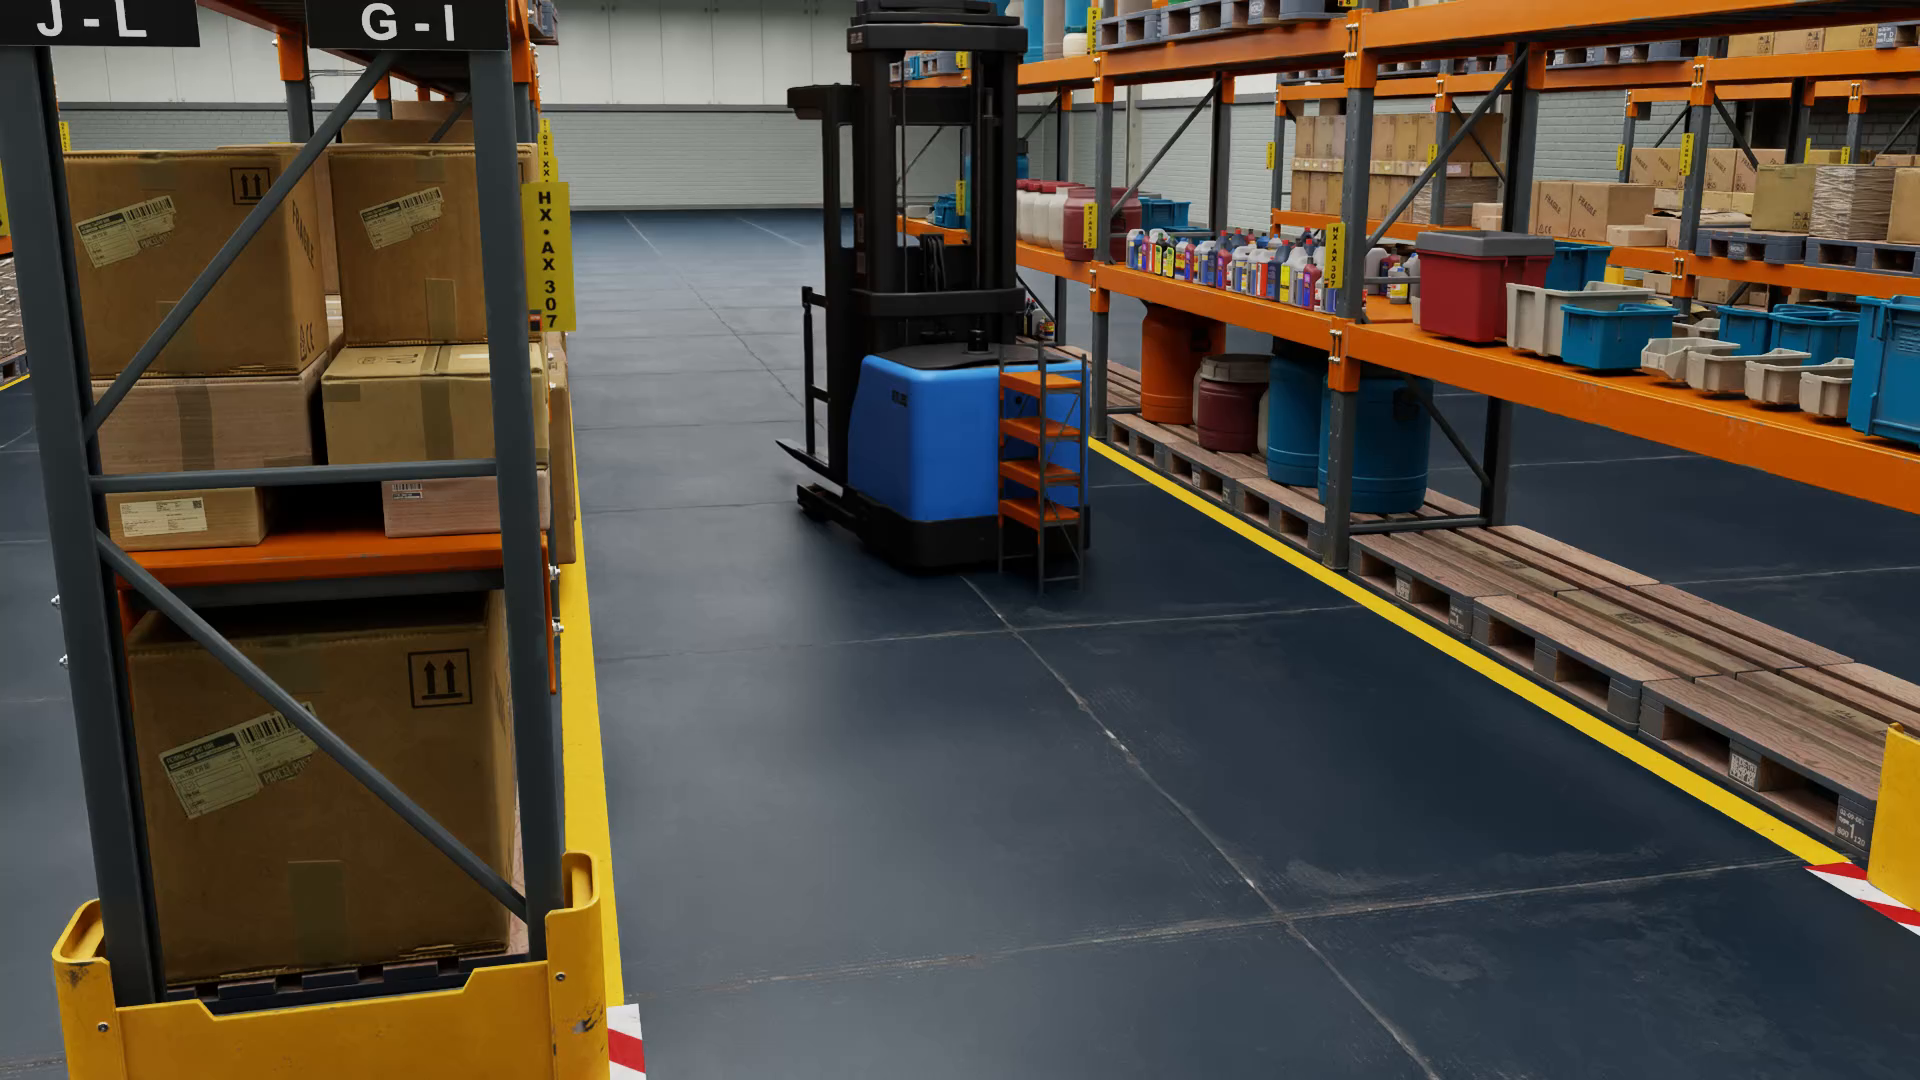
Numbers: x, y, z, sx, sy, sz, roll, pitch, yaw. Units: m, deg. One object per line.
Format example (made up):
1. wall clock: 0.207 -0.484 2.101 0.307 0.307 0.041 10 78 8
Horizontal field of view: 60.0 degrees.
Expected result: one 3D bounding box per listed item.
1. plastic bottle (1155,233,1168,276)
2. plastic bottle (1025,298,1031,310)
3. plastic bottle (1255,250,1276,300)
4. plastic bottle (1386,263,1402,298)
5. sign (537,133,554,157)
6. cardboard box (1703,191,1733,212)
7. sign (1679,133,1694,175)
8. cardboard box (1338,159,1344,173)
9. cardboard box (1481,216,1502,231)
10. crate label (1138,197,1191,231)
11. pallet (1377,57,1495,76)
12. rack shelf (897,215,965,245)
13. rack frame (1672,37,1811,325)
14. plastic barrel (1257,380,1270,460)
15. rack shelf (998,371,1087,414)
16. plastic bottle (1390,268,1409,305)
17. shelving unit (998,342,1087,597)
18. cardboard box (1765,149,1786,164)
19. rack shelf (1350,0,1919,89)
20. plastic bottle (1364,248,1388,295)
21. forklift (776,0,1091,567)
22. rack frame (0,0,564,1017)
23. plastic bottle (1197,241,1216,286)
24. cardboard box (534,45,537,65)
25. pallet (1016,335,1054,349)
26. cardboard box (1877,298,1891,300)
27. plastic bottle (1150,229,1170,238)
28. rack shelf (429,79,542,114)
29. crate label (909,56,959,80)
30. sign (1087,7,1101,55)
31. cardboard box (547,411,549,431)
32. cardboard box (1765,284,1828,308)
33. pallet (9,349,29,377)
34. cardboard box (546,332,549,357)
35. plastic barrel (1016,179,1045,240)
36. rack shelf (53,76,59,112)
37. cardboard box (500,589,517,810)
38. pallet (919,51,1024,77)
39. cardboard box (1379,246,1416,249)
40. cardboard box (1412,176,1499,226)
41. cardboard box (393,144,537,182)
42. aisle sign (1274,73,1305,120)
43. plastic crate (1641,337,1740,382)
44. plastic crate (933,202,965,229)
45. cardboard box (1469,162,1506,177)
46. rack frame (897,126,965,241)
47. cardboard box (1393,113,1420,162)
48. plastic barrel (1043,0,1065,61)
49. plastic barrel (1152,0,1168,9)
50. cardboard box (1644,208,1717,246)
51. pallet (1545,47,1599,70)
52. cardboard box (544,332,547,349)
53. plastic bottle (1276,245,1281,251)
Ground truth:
1. plastic bottle: 1.372 -1.941 11.298 0.061 0.283 0.133 -3 14 -13
2. plastic bottle: 0.719 -2.358 17.415 0.144 0.351 0.185 -4 14 -16
3. plastic bottle: 1.818 -1.546 9.698 0.152 0.276 0.135 -3 14 -13
4. plastic bottle: 2.558 -1.522 9.756 0.097 0.201 0.097 0 14 0
5. sign: -2.787 -2.574 11.203 0.100 0.325 0.005 -3 14 -13
6. cardboard box: 9.412 -4.107 20.190 0.500 0.250 0.500 -3 14 -13
7. sign: 5.766 -3.062 13.200 0.100 0.325 0.005 -3 14 -13
8. cardboard box: 4.613 -4.341 19.297 0.380 0.149 0.250 -3 14 -14
9. cardboard box: 5.375 -3.116 16.391 0.380 0.149 0.250 -3 14 -13
10. crate label: 1.519 -2.517 13.336 0.502 0.435 0.616 -3 14 -13
11. pallet: 5.140 -5.063 17.698 1.003 0.211 1.213 -3 14 -13
12. rack shelf: 0.080 -3.291 18.091 1.077 0.370 4.000 -3 14 -13
13. rack frame: 6.305 -2.531 13.467 1.000 3.000 0.127 -3 14 -13
14. plastic barrel: 2.105 -0.754 10.549 0.421 0.512 0.421 0 14 0
15. rack shelf: 0.407 -0.745 8.293 0.258 0.148 0.480 -6 15 -22
16. plastic bottle: 2.487 -1.438 9.411 0.097 0.201 0.097 0 14 0
17. shelving unit: 0.407 -0.363 8.387 0.258 1.200 0.503 -6 15 -22
18. cardboard box: 9.645 -4.239 19.150 0.500 0.500 0.500 -3 14 -14
19. rack shelf: 2.898 -1.979 6.404 1.077 0.370 4.000 -3 14 -13
20. plastic bottle: 2.473 -1.615 9.977 0.152 0.276 0.135 -3 14 -13
21. forklift: -0.343 -1.586 9.744 1.130 2.935 3.031 -6 15 -22
22. rack frame: -1.446 -0.134 3.656 1.000 3.000 0.127 -3 14 -13
23. plastic bottle: 1.602 -1.758 10.563 0.152 0.276 0.135 -3 14 -13
24. cardboard box: -4.121 -4.405 15.133 0.500 0.250 0.500 -4 14 -15
25. pallet: 0.433 -1.981 17.092 1.003 0.211 1.213 -3 14 -13
26. cardboard box: 10.369 -2.561 17.931 0.700 0.500 0.500 -3 14 -11
27. plastic bottle: 1.424 -2.086 11.908 0.152 0.276 0.135 -3 14 -13
28. rack shelf: -4.734 -4.472 16.605 1.077 0.370 4.000 -3 14 -13
29. crate label: -0.271 -5.036 17.713 0.502 0.251 0.408 -3 14 -13
30. sign: 0.956 -3.630 11.865 0.100 0.325 0.005 -3 14 -13
31. cardboard box: -1.513 -0.409 5.310 0.380 0.149 0.250 -3 14 -14
32. cardboard box: 9.897 -2.968 19.593 0.500 0.500 0.500 -4 14 -17
33. pallet: -9.502 -1.757 16.172 1.003 0.211 1.213 -3 14 -13
34. cardboard box: -1.935 -0.823 7.007 0.380 0.149 0.250 -3 14 -12
35. plastic barrel: 0.561 -3.012 15.148 0.433 0.535 0.433 0 14 0
36. rack shelf: -9.579 -4.219 15.569 1.077 0.370 4.000 -3 14 -13
37. cardboard box: -1.888 0.341 5.304 0.875 0.875 0.875 -3 14 -13
38. pallet: 0.285 -4.705 16.443 1.213 0.211 1.003 -3 14 -13
39. cardboard box: 5.206 -3.157 19.357 0.500 0.500 0.500 -3 14 -13
40. cardboard box: 5.255 -3.604 17.650 0.700 0.500 0.500 -4 14 -15
41. cardboard box: -1.904 -1.286 6.480 0.500 0.500 0.500 -3 14 -13
42. aisle sign: 4.113 -5.638 20.705 0.394 0.787 0.004 -3 14 -13
43. plastic crate: 2.770 -0.687 6.349 0.298 0.136 0.250 -3 14 -13
44. plastic crate: 0.026 -3.347 17.118 0.499 0.251 0.616 -3 14 -13
45. cardboard box: 5.491 -3.890 17.453 0.380 0.149 0.250 -3 14 -13
46. rack frame: -0.390 -4.101 19.895 1.000 3.000 0.127 -3 14 -13
47. cardboard box: 5.135 -4.351 17.973 0.700 0.500 0.500 -3 14 -13
48. plastic barrel: 1.034 -4.623 14.654 0.600 0.901 0.600 0 14 0
49. plastic barrel: 1.620 -3.995 11.347 0.600 0.830 0.708 -3 14 -13
50. cardboard box: 6.283 -2.705 14.366 0.500 0.311 0.500 -3 14 -14
51. pallet: 5.793 -4.306 14.809 1.003 0.211 1.213 -3 14 -11
52. cardboard box: -1.783 -0.804 6.089 0.500 0.250 0.500 -3 14 -12
53. plastic bottle: 2.177 -1.897 11.289 0.097 0.201 0.097 0 14 0
